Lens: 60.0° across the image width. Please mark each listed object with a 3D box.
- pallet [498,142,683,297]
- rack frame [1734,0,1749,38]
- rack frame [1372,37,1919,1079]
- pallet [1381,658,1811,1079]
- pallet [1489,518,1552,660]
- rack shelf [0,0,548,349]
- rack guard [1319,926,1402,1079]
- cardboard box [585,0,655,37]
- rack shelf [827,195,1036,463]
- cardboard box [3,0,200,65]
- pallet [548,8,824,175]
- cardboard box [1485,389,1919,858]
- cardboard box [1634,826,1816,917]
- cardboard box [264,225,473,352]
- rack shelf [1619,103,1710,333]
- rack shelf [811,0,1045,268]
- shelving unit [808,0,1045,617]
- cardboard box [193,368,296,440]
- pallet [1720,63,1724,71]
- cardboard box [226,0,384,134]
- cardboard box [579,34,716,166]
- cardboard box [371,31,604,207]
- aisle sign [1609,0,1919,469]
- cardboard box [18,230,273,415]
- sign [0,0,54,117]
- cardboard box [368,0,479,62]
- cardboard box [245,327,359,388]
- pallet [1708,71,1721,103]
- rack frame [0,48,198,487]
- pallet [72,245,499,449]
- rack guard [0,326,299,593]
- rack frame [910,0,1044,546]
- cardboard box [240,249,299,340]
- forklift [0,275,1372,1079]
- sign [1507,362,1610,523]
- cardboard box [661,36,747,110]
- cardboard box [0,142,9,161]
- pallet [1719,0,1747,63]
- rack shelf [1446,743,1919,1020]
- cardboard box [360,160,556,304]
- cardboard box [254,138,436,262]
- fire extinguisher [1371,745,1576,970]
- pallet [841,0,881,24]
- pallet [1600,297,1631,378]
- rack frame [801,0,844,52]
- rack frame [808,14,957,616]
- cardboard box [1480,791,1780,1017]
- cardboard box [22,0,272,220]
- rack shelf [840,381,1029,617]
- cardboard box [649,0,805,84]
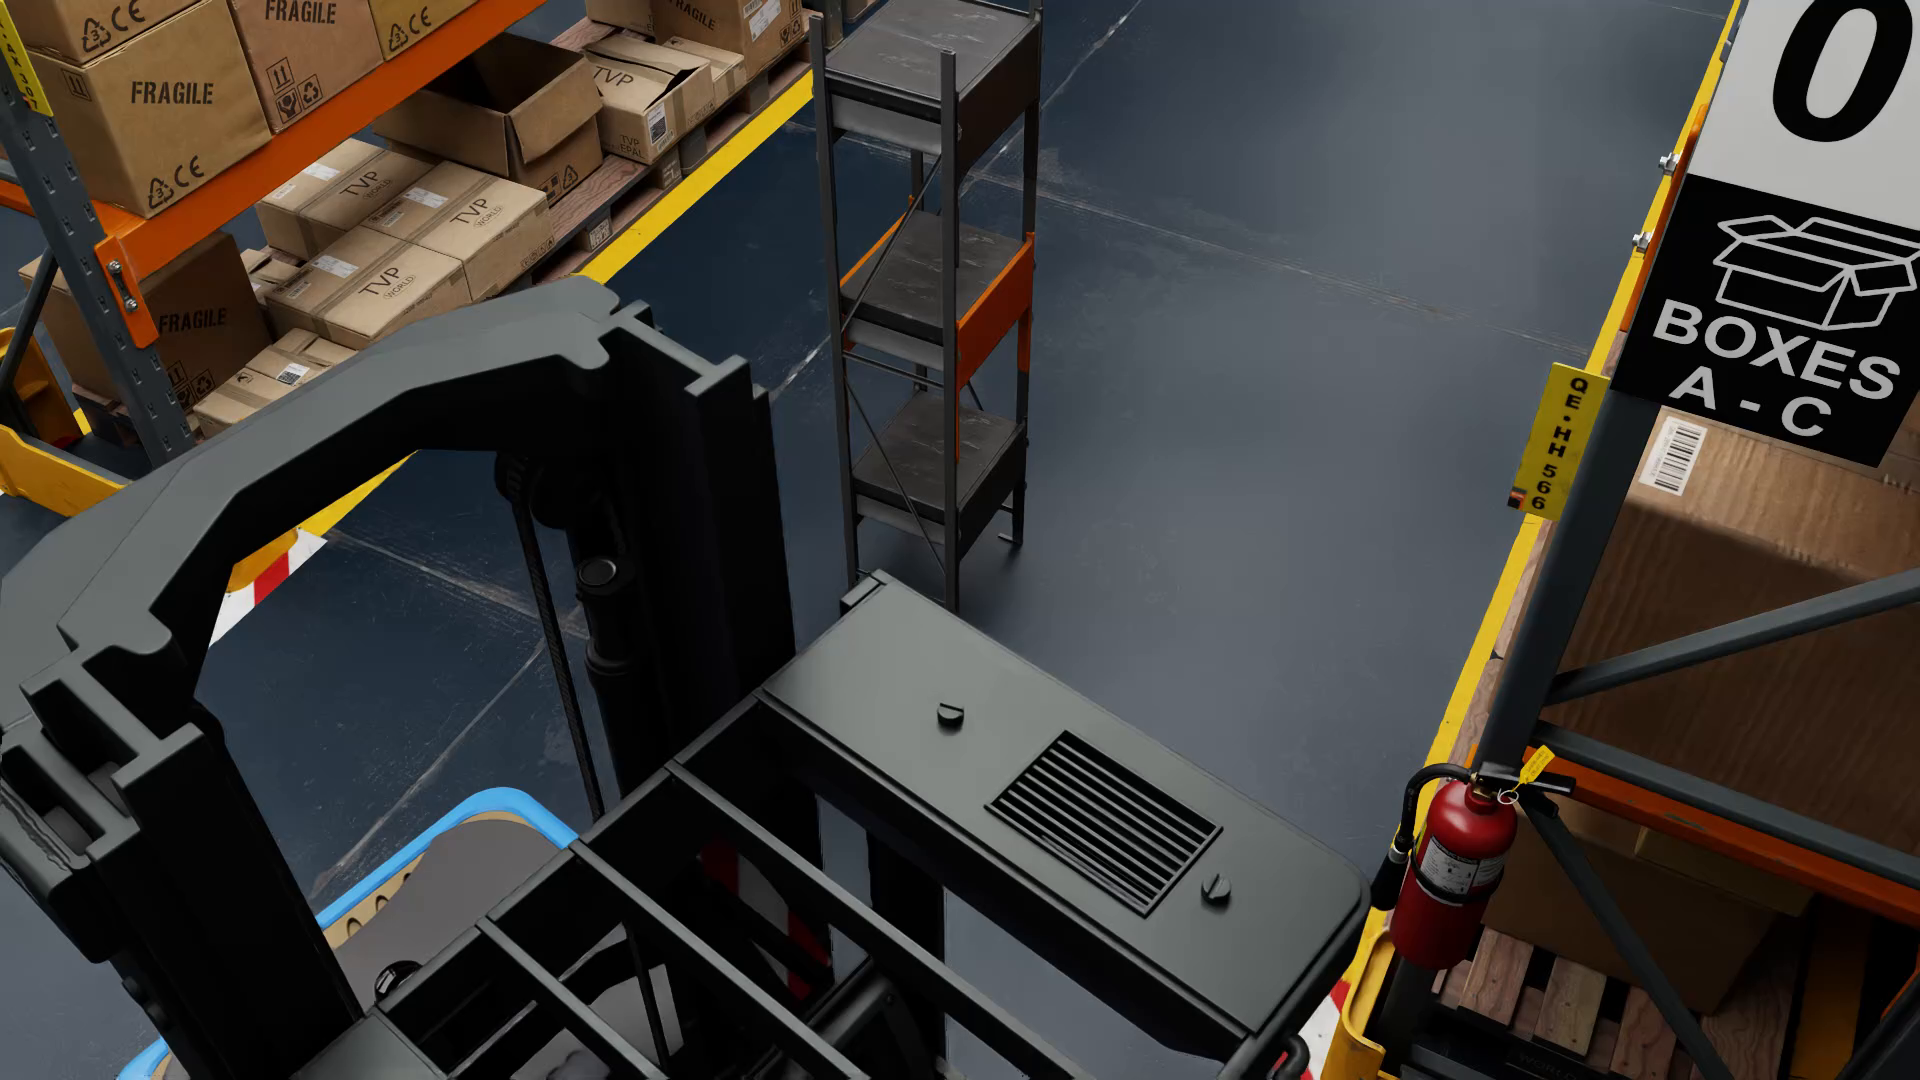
[{"bbox_3d":[-1.929,-1.450,7.035,1.003,0.211,1.213,20,49,19],"label":"pallet"},{"bbox_3d":[1.489,-1.590,0.995,1.000,3.000,0.127,20,49,19],"label":"rack frame"},{"bbox_3d":[1.489,0.519,3.129,1.000,3.000,0.127,20,49,19],"label":"rack frame"},{"bbox_3d":[1.791,0.969,4.644,1.003,0.211,1.213,20,49,19],"label":"pallet"},{"bbox_3d":[2.358,0.204,5.400,1.003,0.211,1.213,20,49,19],"label":"pallet"},{"bbox_3d":[-1.972,-2.122,6.244,1.077,0.370,4.000,20,49,19],"label":"rack shelf"},{"bbox_3d":[1.478,1.412,4.003,1.175,0.500,0.348,20,49,19],"label":"rack guard"},{"bbox_3d":[-1.430,-2.651,7.842,0.500,0.311,0.500,20,49,19],"label":"cardboard box"},{"bbox_3d":[-0.077,-0.624,4.910,0.431,0.518,0.480,20,49,19],"label":"rack shelf"},{"bbox_3d":[-2.461,-1.694,4.542,0.500,0.500,0.500,22,49,20],"label":"cardboard box"},{"bbox_3d":[-1.363,-2.222,7.798,1.003,0.211,1.213,20,49,19],"label":"pallet"},{"bbox_3d":[1.717,0.089,3.343,0.980,0.700,0.700,23,50,21],"label":"cardboard box"},{"bbox_3d":[1.844,0.692,3.963,0.380,0.149,0.250,21,49,19],"label":"cardboard box"},{"bbox_3d":[-2.165,-0.867,6.121,0.500,0.250,0.500,20,49,19],"label":"cardboard box"},{"bbox_3d":[2.417,-1.543,3.563,1.077,0.370,4.000,20,49,19],"label":"rack shelf"},{"bbox_3d":[-0.077,-1.116,4.412,0.431,0.518,0.480,20,49,19],"label":"rack shelf"},{"bbox_3d":[-0.077,-0.634,4.900,0.431,2.100,0.503,20,49,19],"label":"shelving unit"},{"bbox_3d":[-2.402,-0.417,5.749,0.380,0.149,0.250,20,49,19],"label":"cardboard box"},{"bbox_3d":[4.202,-2.304,7.878,1.003,0.211,1.213,20,49,19],"label":"pallet"},{"bbox_3d":[-2.226,-1.669,5.220,0.500,0.500,0.500,20,49,19],"label":"cardboard box"},{"bbox_3d":[-1.405,-1.919,7.119,0.500,0.311,0.500,20,49,19],"label":"cardboard box"},{"bbox_3d":[-1.911,-1.726,6.793,0.797,0.503,0.637,20,49,19],"label":"cardboard box"},{"bbox_3d":[1.190,-0.449,2.257,0.394,0.787,0.004,20,49,19],"label":"aisle sign"},{"bbox_3d":[-2.866,-0.814,5.894,0.500,0.500,0.500,20,49,19],"label":"cardboard box"},{"bbox_3d":[-2.420,-1.240,4.258,0.100,0.325,0.005,20,49,19],"label":"sign"},{"bbox_3d":[-1.991,-1.984,5.532,0.500,0.500,0.500,20,49,19],"label":"cardboard box"},{"bbox_3d":[-2.286,-0.581,5.898,0.380,0.166,0.250,20,49,19],"label":"cardboard box"},{"bbox_3d":[3.637,-1.532,7.116,1.003,0.211,1.213,20,49,19],"label":"pallet"},{"bbox_3d":[-2.901,-1.115,4.743,1.000,3.000,0.127,20,49,19],"label":"rack frame"},{"bbox_3d":[-2.496,-0.685,6.279,1.003,0.211,1.213,20,49,19],"label":"pallet"},{"bbox_3d":[-2.865,-0.284,5.679,1.175,0.500,0.348,20,49,19],"label":"rack guard"},{"bbox_3d":[0.036,-0.788,5.052,0.400,2.100,0.015,20,49,19],"label":"rack frame"},{"bbox_3d":[-2.599,-0.923,6.236,0.380,0.166,0.250,20,49,19],"label":"cardboard box"},{"bbox_3d":[-0.219,1.191,2.512,3.031,2.935,1.130,31,53,27],"label":"forklift"},{"bbox_3d":[1.015,-0.160,2.818,0.100,0.325,0.005,20,49,19],"label":"sign"},{"bbox_3d":[-1.178,-2.078,7.390,0.380,0.149,0.250,20,49,19],"label":"cardboard box"},{"bbox_3d":[-2.934,-1.522,5.075,0.500,0.500,0.500,22,49,20],"label":"cardboard box"},{"bbox_3d":[1.824,-0.976,2.558,1.003,0.211,1.213,20,49,19],"label":"pallet"},{"bbox_3d":[2.417,-0.489,4.630,1.077,0.370,4.000,20,49,19],"label":"rack shelf"},{"bbox_3d":[-1.933,-1.182,6.433,0.500,0.250,0.500,20,49,19],"label":"cardboard box"},{"bbox_3d":[-2.399,-1.315,6.565,0.500,0.250,0.500,20,49,19],"label":"cardboard box"},{"bbox_3d":[1.010,0.619,3.345,0.296,0.674,0.183,20,49,19],"label":"fire extinguisher"},{"bbox_3d":[-0.700,-3.179,8.744,1.003,0.211,1.213,20,49,19],"label":"pallet"},{"bbox_3d":[2.923,-0.568,6.163,1.003,0.211,1.213,20,49,19],"label":"pallet"},{"bbox_3d":[-1.044,-3.635,7.233,1.000,3.000,0.127,20,49,19],"label":"rack frame"},{"bbox_3d":[-0.190,-0.480,4.748,0.400,2.100,0.015,20,49,19],"label":"rack frame"},{"bbox_3d":[1.725,0.776,4.337,0.700,0.500,0.500,20,49,19],"label":"cardboard box"},{"bbox_3d":[-2.461,-1.342,4.897,0.500,0.500,0.500,21,49,20],"label":"cardboard box"},{"bbox_3d":[-0.077,-0.132,5.408,0.431,0.518,0.480,20,49,19],"label":"rack shelf"},{"bbox_3d":[-1.057,-2.458,7.518,0.500,0.500,0.500,20,49,19],"label":"cardboard box"}]
